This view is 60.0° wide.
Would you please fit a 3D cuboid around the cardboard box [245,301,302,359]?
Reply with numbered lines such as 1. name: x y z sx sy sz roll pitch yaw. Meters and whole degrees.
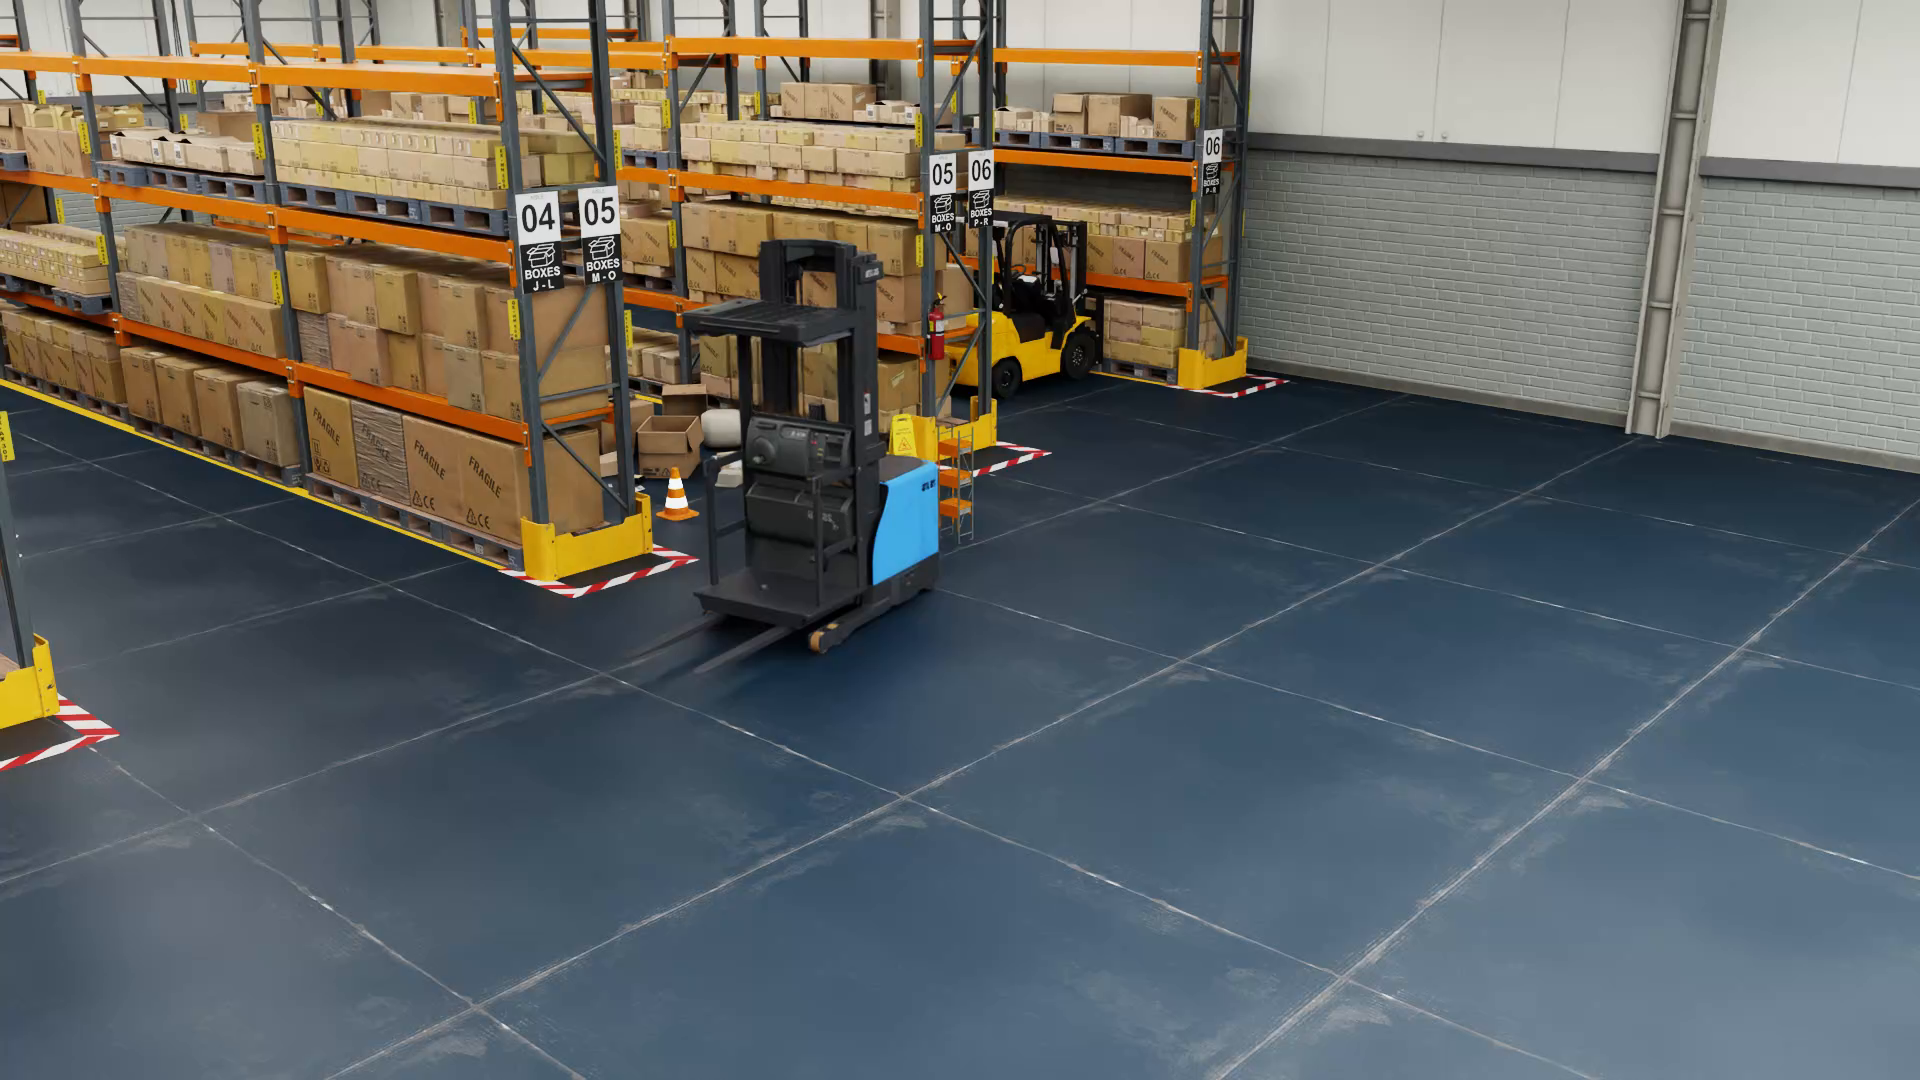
1. cardboard box: -6.799 -2.136 16.719 0.500 0.500 0.500 15 23 39

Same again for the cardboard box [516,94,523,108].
1. cardboard box: -7.786 -7.864 29.730 0.500 0.250 0.500 14 22 38

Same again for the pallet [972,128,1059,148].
1. pallet: 0.926 -5.531 22.767 1.213 0.211 1.003 15 23 39

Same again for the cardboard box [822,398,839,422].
1. cardboard box: -1.195 -1.478 18.662 0.500 0.250 0.500 15 23 39

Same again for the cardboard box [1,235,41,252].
1. cardboard box: -11.446 -3.623 20.306 0.250 0.149 0.380 15 23 39

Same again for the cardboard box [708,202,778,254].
1. cardboard box: -2.469 -3.606 19.205 0.500 0.500 0.700 15 23 40

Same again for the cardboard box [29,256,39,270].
1. cardboard box: -10.861 -3.324 19.858 0.250 0.149 0.380 16 23 41

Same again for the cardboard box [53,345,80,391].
1. cardboard box: -10.681 -2.137 20.324 0.500 0.500 0.500 14 22 37

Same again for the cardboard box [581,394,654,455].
1. cardboard box: -3.729 -1.222 17.906 0.503 0.637 0.797 15 23 39

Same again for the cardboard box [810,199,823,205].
1. cardboard box: -2.065 -5.189 25.266 0.250 0.149 0.380 15 23 40

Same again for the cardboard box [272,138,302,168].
1. cardboard box: -6.052 -3.631 15.531 0.500 0.250 0.500 15 23 40

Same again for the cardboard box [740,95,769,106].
1. cardboard box: -3.175 -6.804 25.730 0.250 0.149 0.380 16 24 41

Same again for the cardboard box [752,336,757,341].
1. cardboard box: -2.320 -2.420 19.317 0.250 0.149 0.380 16 24 41

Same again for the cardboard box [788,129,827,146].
1. cardboard box: -1.648 -4.373 18.070 0.250 0.149 0.380 16 23 41

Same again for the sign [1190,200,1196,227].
1. sign: 2.892 -4.050 20.609 0.005 0.325 0.100 15 23 39

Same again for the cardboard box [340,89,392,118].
1. cardboard box: -8.538 -6.226 23.952 0.500 0.500 0.500 15 23 38

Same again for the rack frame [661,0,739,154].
1. rack frame: -3.021 -6.044 19.280 0.127 3.000 1.000 15 23 39

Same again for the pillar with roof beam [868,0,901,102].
1. pillar with roof beam: -4.005 -6.939 22.101 0.400 9.000 9.100 15 23 39

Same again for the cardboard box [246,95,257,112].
1. cardboard box: -10.910 -6.917 26.278 0.500 0.311 0.500 16 23 40

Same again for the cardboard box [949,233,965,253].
1. cardboard box: -0.280 -4.279 23.884 0.500 0.250 0.500 16 23 40

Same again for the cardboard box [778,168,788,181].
1. cardboard box: -1.796 -4.066 18.422 0.250 0.149 0.380 15 23 40

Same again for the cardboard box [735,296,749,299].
1. cardboard box: -2.395 -2.786 19.347 0.250 0.149 0.380 16 24 41

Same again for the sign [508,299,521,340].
1. sign: -3.610 -1.786 13.475 0.005 0.325 0.100 15 23 39

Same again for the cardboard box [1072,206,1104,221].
1. cardboard box: 1.703 -4.335 22.082 0.250 0.149 0.380 15 23 40

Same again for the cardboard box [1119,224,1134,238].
1. cardboard box: 2.275 -4.031 21.618 0.250 0.149 0.380 15 23 39

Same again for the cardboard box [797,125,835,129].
1. cardboard box: -1.624 -4.615 18.834 0.250 0.149 0.380 15 23 40

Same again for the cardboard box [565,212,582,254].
1. cardboard box: -4.665 -3.924 21.167 0.500 0.500 0.500 14 22 37

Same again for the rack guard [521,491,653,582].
1. rack guard: -3.222 -0.045 14.427 0.348 0.500 1.175 15 23 39

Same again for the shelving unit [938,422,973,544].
1. shelving unit: -0.040 -0.511 14.987 0.252 1.050 0.215 15 23 39

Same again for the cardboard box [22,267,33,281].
1. cardboard box: -11.059 -3.236 20.070 0.250 0.149 0.380 14 22 37

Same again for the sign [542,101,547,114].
1. sign: -5.651 -5.786 22.572 0.005 0.325 0.100 15 23 39

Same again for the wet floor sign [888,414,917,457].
1. wet floor sign: -0.598 -0.979 17.130 0.267 0.644 0.232 -9 20 -27

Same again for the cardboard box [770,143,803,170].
1. cardboard box: -1.737 -4.229 18.274 0.500 0.250 0.500 15 23 40

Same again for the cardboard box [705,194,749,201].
1. cardboard box: -3.725 -5.379 26.655 0.500 0.250 0.500 14 22 37

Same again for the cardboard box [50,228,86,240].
1. cardboard box: -11.195 -3.820 20.926 0.250 0.149 0.380 15 23 39

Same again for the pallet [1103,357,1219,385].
1. pallet: 2.663 -2.320 22.074 1.213 0.211 1.003 15 23 39

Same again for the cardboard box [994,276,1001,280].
1. cardboard box: 0.767 -3.620 23.756 0.500 0.250 0.500 16 23 40

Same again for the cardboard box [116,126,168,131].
1. cardboard box: -9.474 -4.500 19.208 0.500 0.500 0.500 15 23 39

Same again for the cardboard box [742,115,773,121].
1. cardboard box: -3.266 -6.518 25.980 0.500 0.250 0.500 14 22 37

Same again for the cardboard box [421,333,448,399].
1. cardboard box: -4.309 -1.623 15.020 0.550 0.550 0.875 15 23 39

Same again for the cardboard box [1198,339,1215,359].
1. cardboard box: 3.025 -2.538 22.001 0.500 0.250 0.500 15 23 39

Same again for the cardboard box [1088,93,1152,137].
1. cardboard box: 2.070 -5.493 21.476 0.500 0.500 0.700 15 23 40

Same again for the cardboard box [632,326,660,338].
1. cardboard box: -4.476 -2.520 21.743 0.625 0.372 0.950 16 24 41

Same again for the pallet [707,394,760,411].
1. pallet: -2.496 -1.729 20.210 1.213 0.211 1.003 15 23 39

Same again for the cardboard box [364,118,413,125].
1. cardboard box: -5.370 -3.880 15.657 0.250 0.149 0.380 15 23 39

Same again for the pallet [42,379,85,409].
1. pallet: -10.715 -1.921 20.815 1.213 0.211 1.003 15 23 39

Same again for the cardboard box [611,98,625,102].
1. cardboard box: -5.583 -7.263 27.635 0.250 0.149 0.380 15 23 40

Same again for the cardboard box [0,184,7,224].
1. cardboard box: -12.746 -4.350 21.550 0.500 0.500 0.500 14 22 37

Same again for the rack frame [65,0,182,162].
1. rack frame: -9.223 -5.707 18.218 0.127 3.000 1.000 15 23 39

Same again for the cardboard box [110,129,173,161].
1. cardboard box: -8.828 -4.288 17.992 0.500 0.311 0.500 15 23 39

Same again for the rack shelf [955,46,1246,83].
1. rack shelf: 1.766 -6.233 21.725 4.000 0.370 1.077 15 23 39

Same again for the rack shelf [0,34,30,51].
1. rack shelf: -13.711 -6.567 22.123 4.000 0.370 1.077 15 23 39

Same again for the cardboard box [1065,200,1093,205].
1. cardboard box: 1.646 -4.547 22.751 0.250 0.149 0.380 15 23 39

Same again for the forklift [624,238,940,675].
1. forklift: -1.338 -0.706 12.491 1.130 2.935 3.031 10 20 28

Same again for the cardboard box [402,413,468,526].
1. cardboard box: -4.450 -0.726 15.259 0.875 0.875 0.875 15 23 38

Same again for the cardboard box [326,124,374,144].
1. cardboard box: -5.421 -3.628 14.864 0.250 0.149 0.380 15 23 40

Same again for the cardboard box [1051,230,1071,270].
1. cardboard box: 1.571 -3.900 22.276 0.500 0.500 0.500 15 23 40

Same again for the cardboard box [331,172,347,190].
1. cardboard box: -5.422 -3.248 14.986 0.250 0.149 0.380 15 23 38
